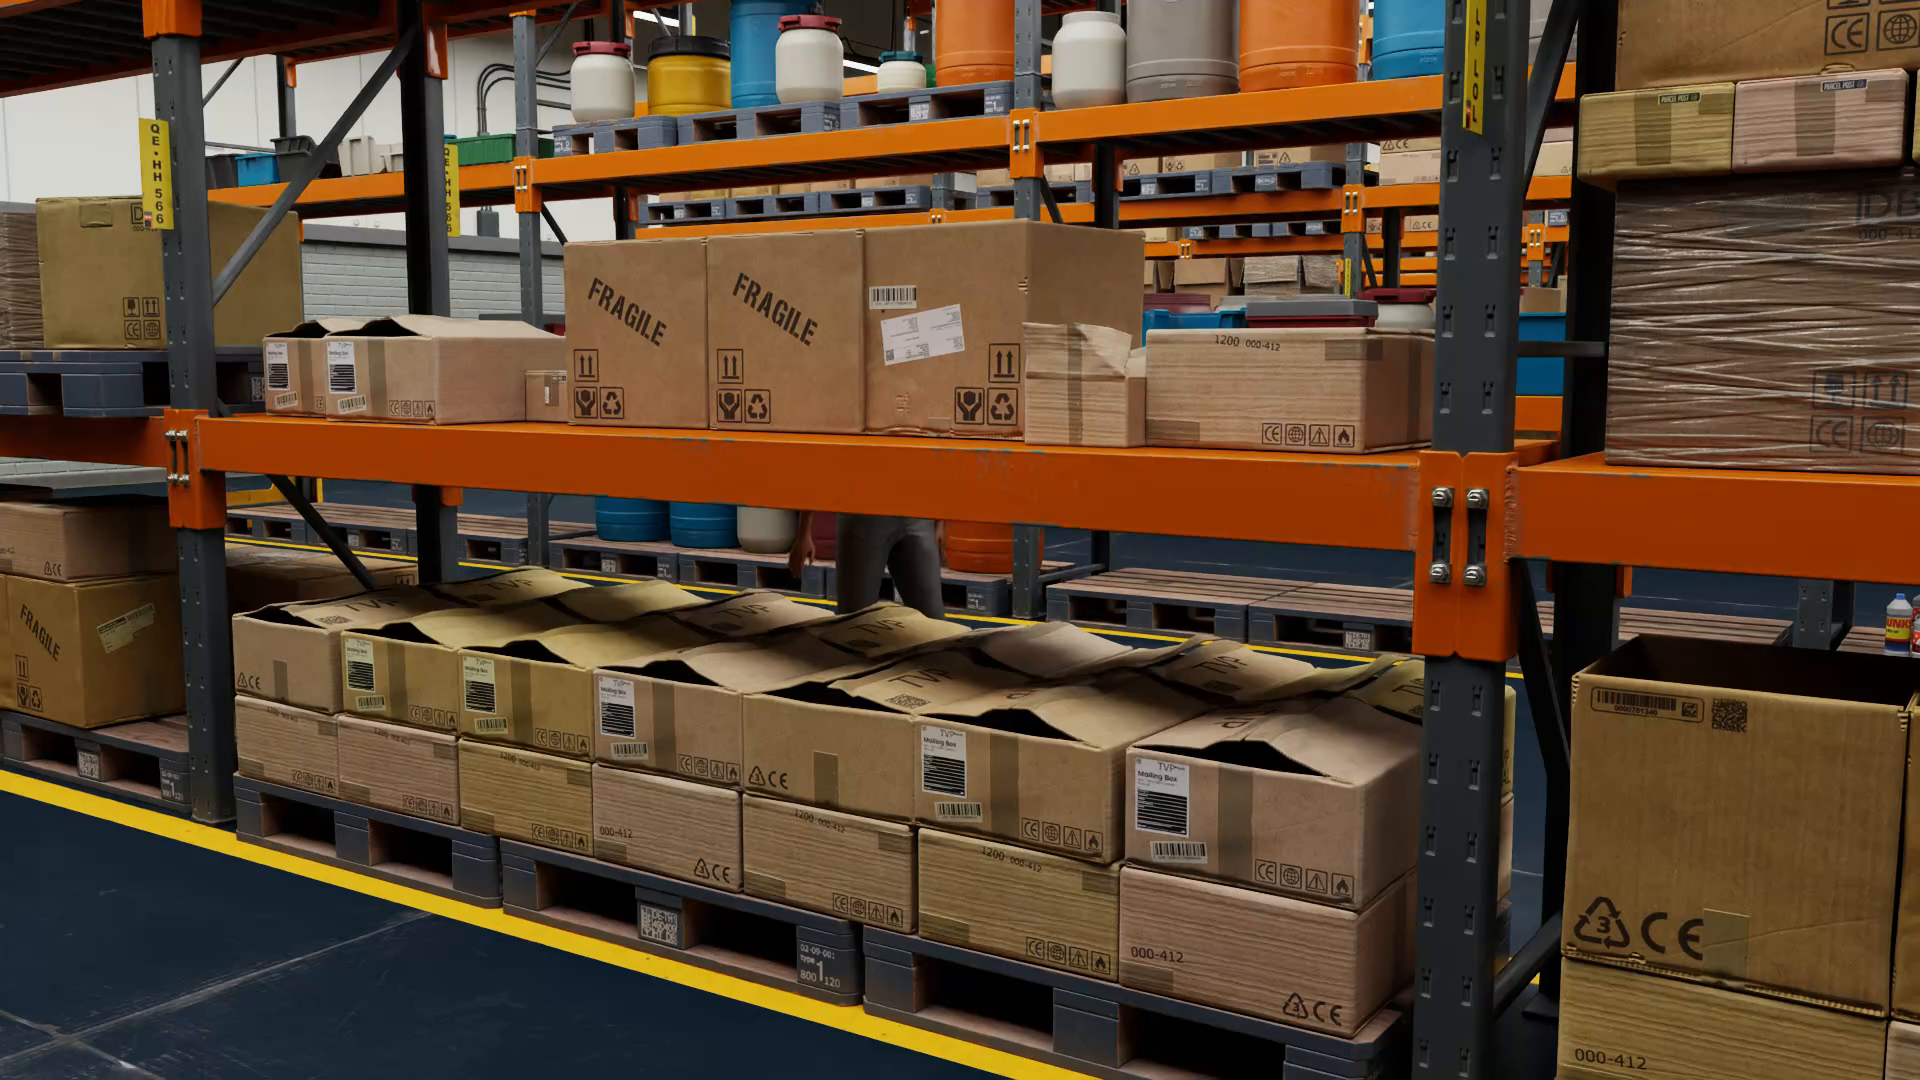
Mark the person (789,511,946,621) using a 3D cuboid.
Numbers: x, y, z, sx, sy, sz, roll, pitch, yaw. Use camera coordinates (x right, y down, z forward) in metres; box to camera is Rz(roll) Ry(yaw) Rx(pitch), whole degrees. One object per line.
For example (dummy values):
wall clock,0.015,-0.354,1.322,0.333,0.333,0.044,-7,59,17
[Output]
person,-0.294,-0.019,6.073,0.671,1.657,0.562,-5,8,-36
